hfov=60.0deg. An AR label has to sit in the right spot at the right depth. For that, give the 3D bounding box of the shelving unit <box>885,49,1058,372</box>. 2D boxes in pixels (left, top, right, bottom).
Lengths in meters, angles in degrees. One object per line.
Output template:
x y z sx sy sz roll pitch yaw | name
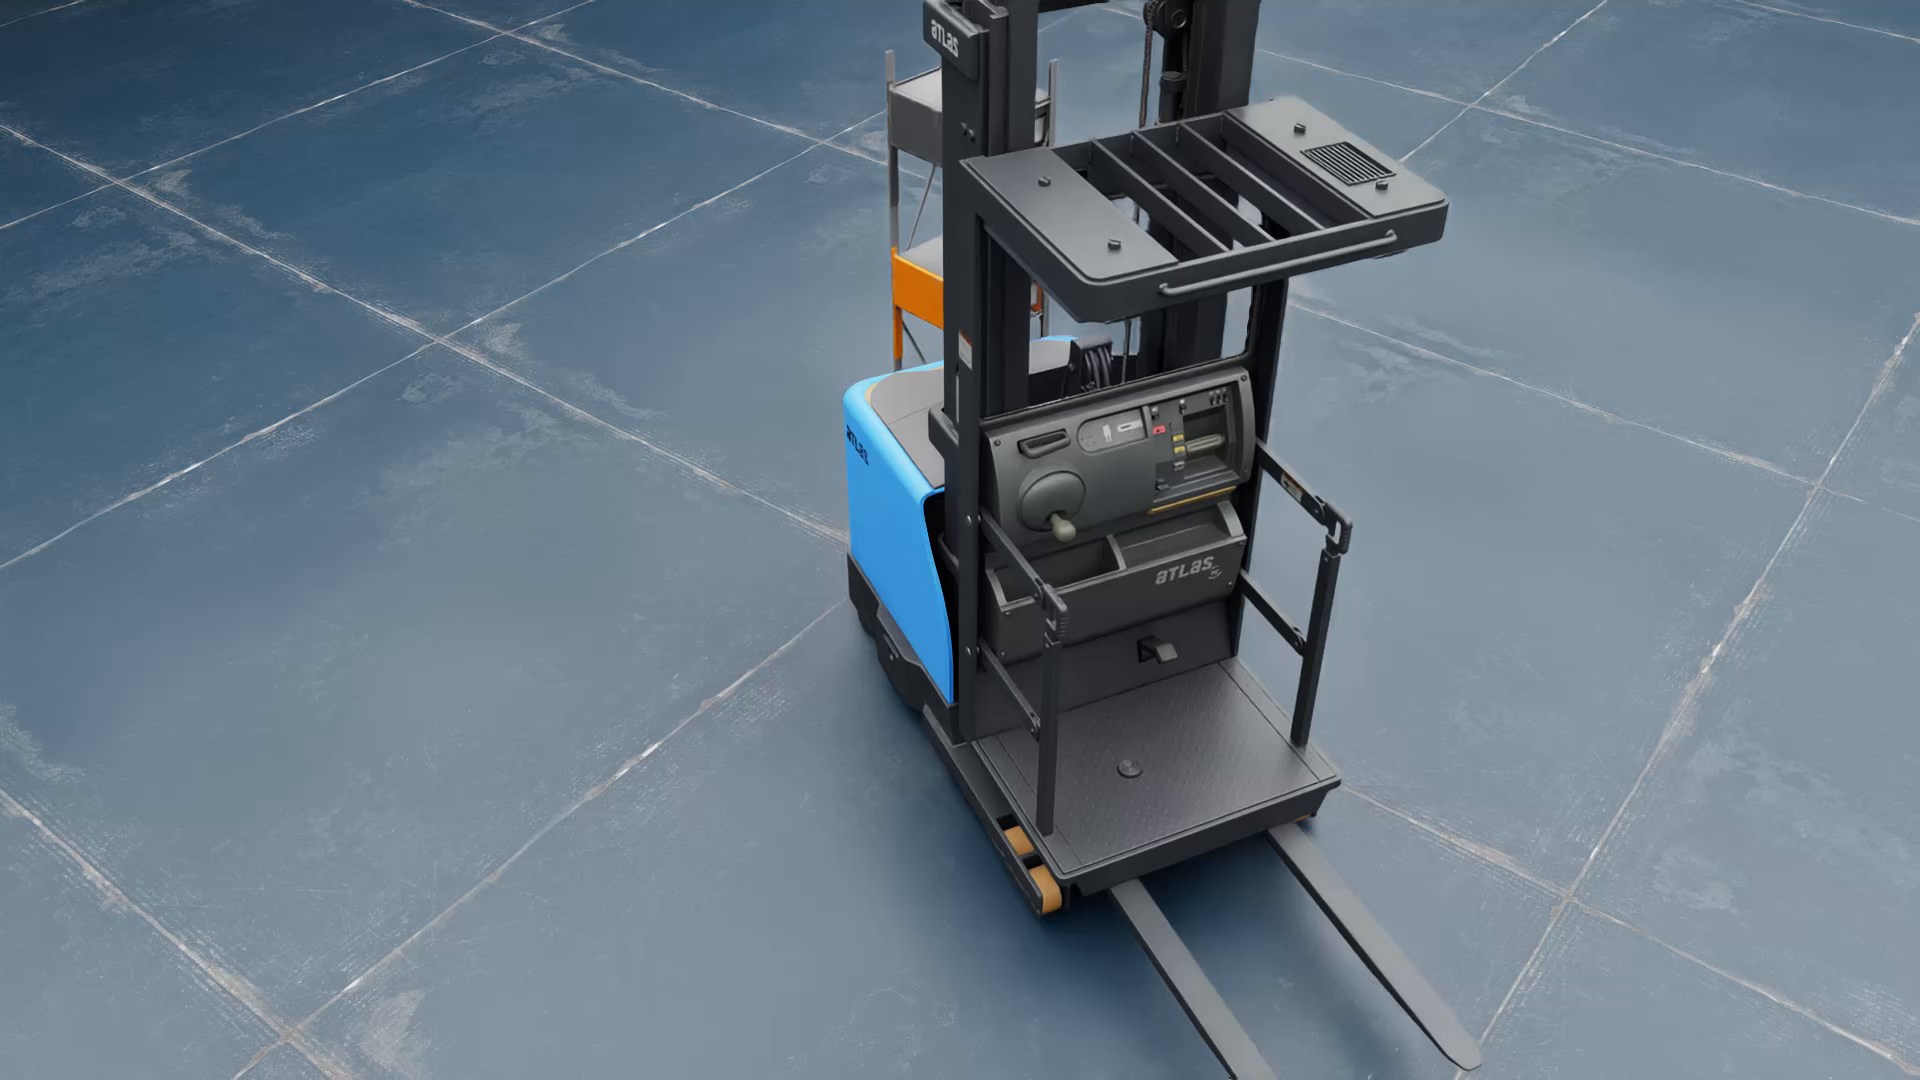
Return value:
0.041 -0.955 6.767 0.431 2.100 0.503 -31 48 -34 | shelving unit

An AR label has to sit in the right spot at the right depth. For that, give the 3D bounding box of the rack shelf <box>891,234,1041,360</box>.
0.041 -0.944 6.775 0.431 0.518 0.480 -31 48 -34 | rack shelf

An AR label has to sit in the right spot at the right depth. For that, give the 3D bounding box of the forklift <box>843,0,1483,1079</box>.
0.615 -0.195 5.121 1.130 2.935 3.031 -16 41 -19 | forklift

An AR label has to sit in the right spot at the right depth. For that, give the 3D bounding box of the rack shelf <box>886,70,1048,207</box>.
0.041 -1.495 6.343 0.431 0.518 0.480 -31 48 -34 | rack shelf

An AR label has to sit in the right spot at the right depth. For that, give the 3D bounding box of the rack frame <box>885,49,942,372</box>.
-0.131 -1.062 6.903 0.400 2.100 0.015 -31 48 -34 | rack frame

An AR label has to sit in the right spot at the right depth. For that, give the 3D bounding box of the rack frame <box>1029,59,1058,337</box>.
0.213 -0.848 6.630 0.400 2.100 0.015 -31 48 -34 | rack frame
